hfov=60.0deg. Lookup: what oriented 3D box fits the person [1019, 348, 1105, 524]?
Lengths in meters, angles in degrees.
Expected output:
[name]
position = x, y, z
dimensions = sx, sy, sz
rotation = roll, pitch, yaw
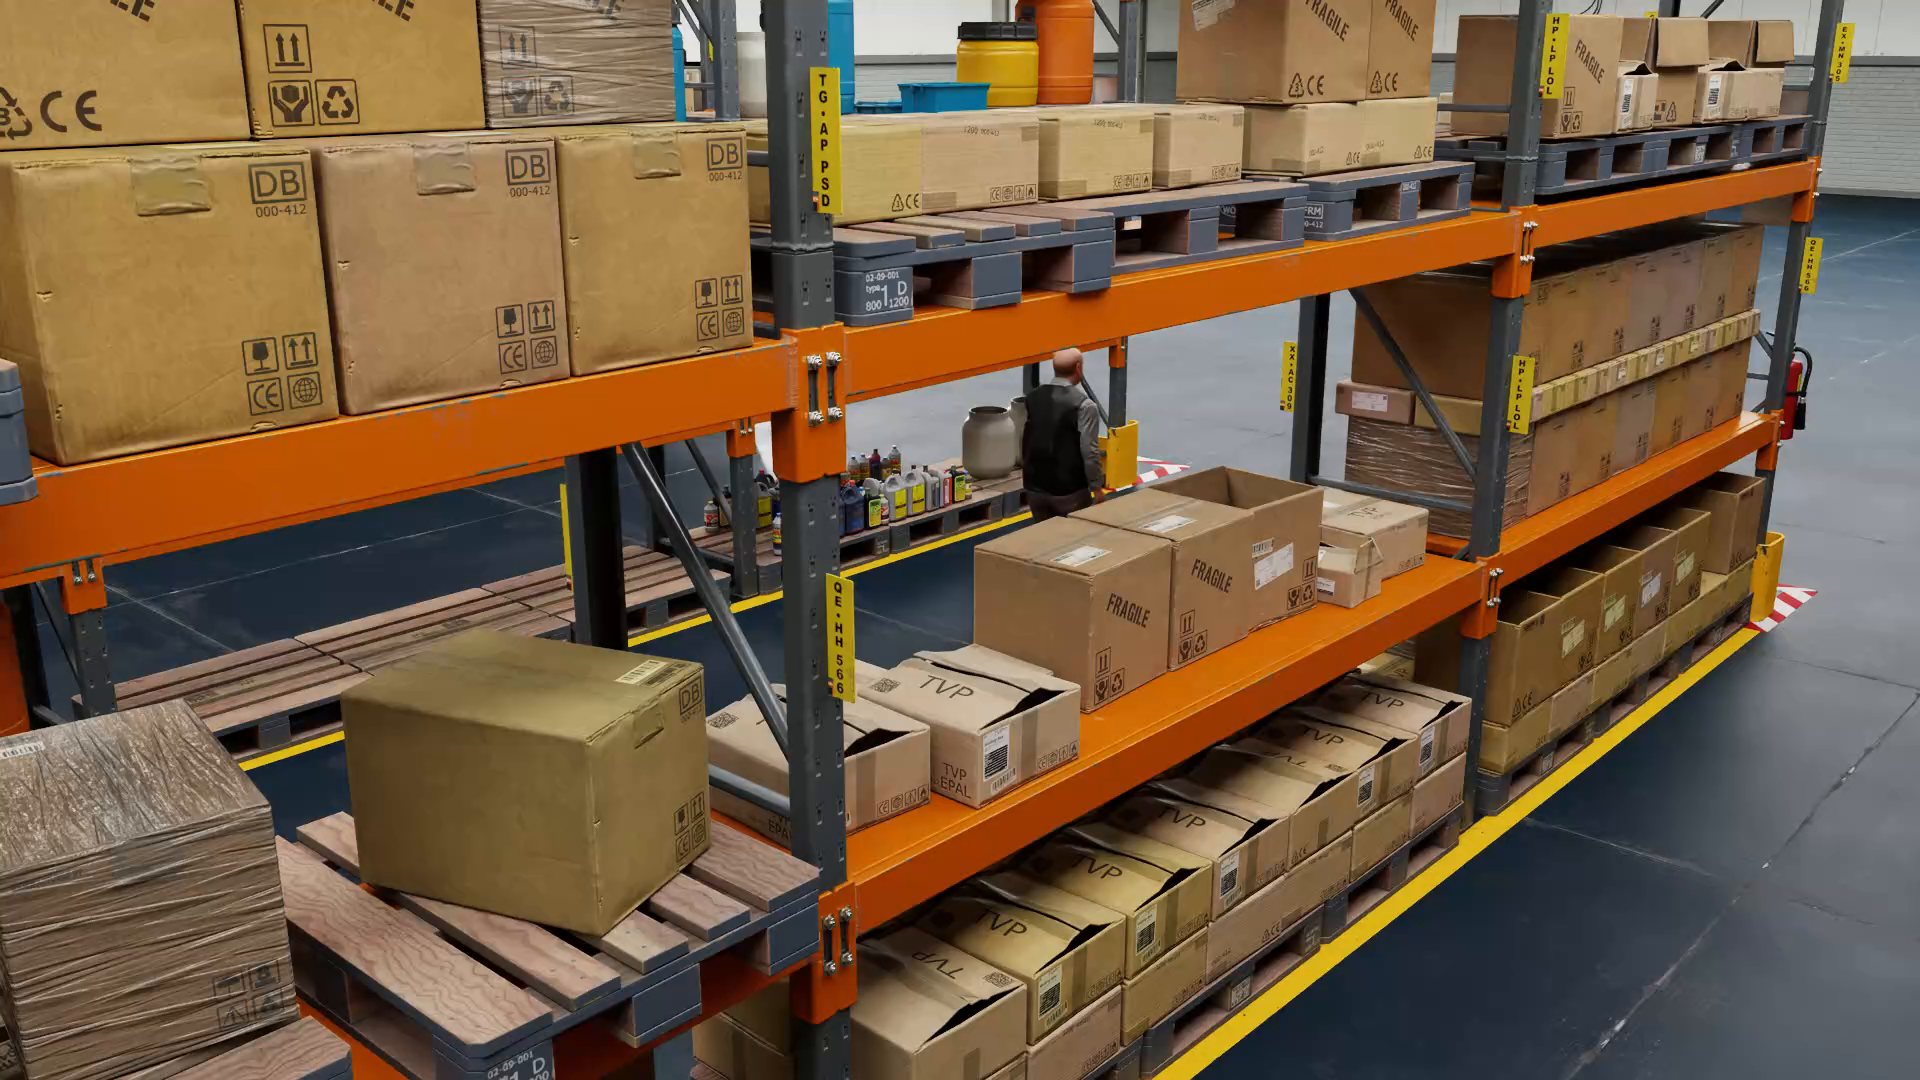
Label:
[person]
position = 0.608, -0.315, 10.125
dimensions = 0.582, 1.721, 0.412
rotation = 14, 22, 39
